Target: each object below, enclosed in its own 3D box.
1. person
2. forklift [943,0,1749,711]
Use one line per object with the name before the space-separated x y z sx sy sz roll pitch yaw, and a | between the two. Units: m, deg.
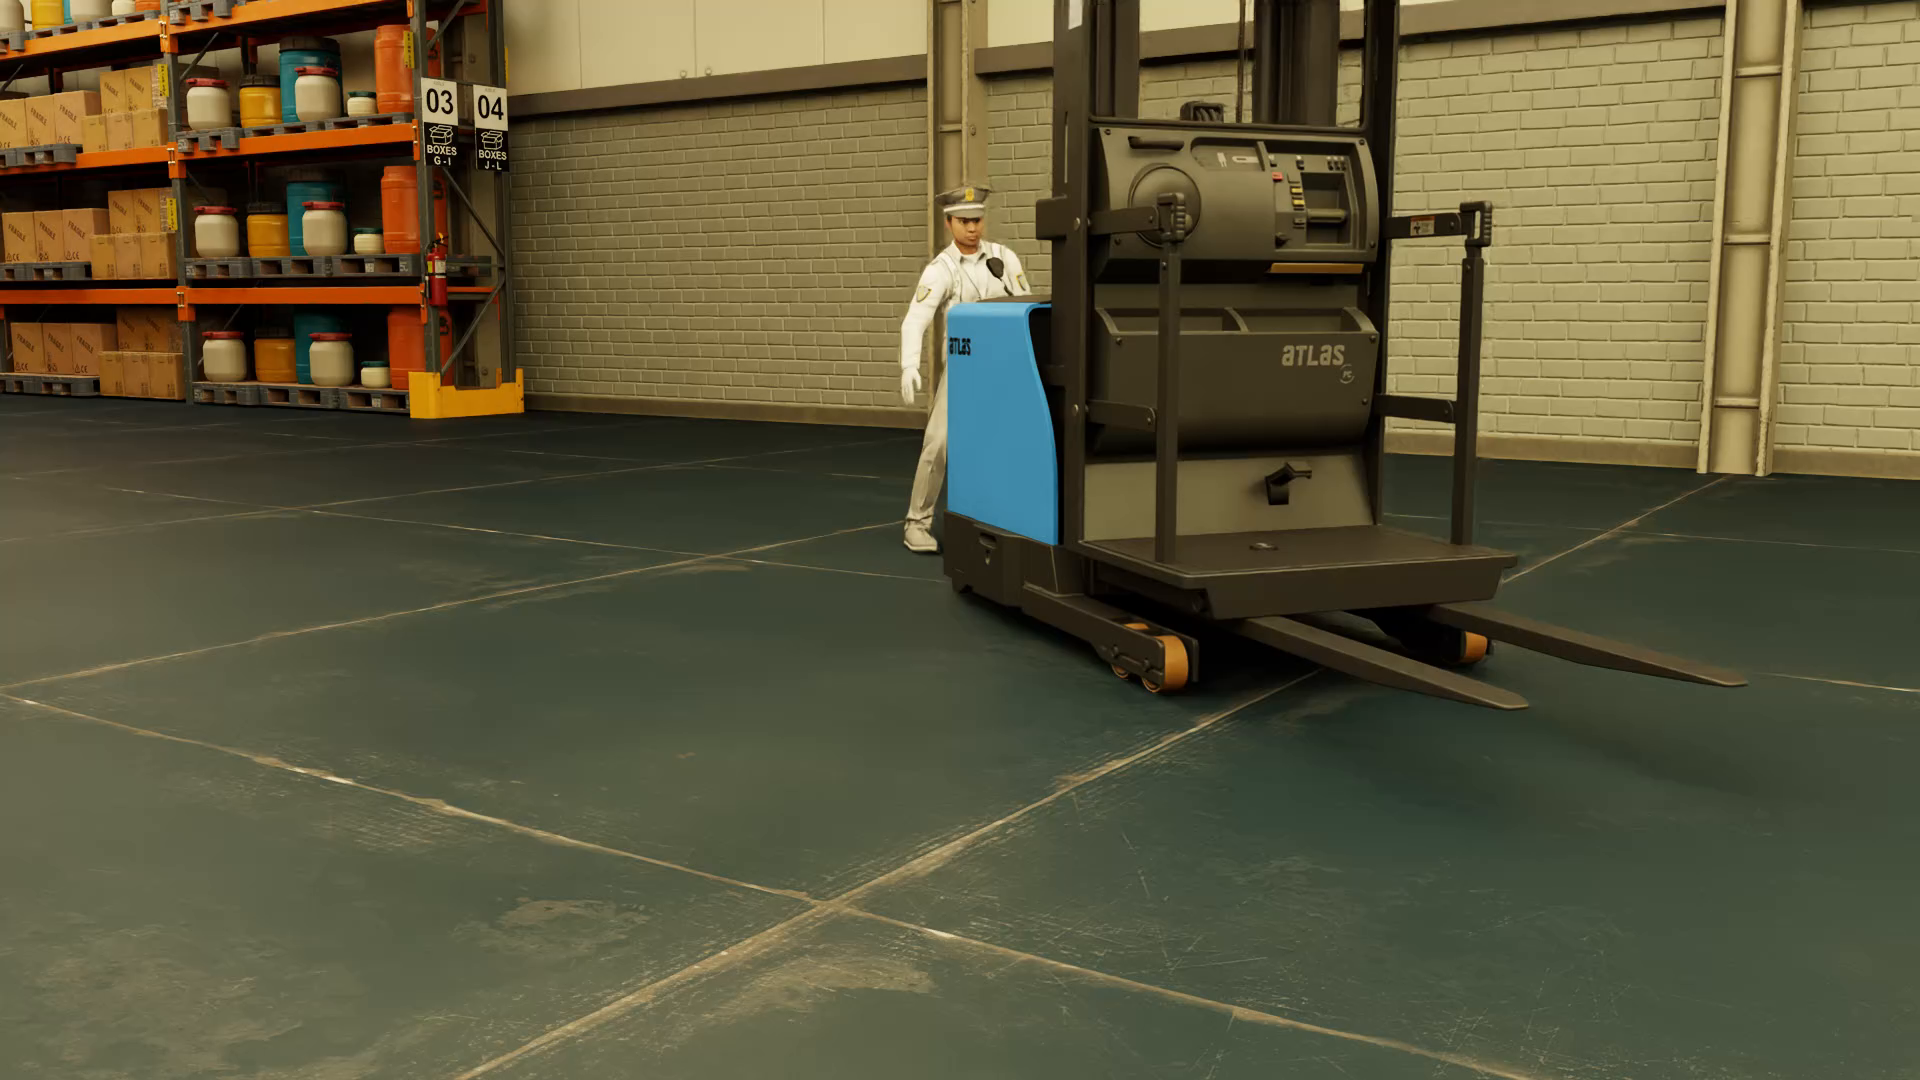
person | 0.052 -0.757 7.321 0.687 1.569 0.498 -2 8 -13
forklift | 0.934 -1.090 4.861 1.130 2.935 3.031 -3 9 -21
